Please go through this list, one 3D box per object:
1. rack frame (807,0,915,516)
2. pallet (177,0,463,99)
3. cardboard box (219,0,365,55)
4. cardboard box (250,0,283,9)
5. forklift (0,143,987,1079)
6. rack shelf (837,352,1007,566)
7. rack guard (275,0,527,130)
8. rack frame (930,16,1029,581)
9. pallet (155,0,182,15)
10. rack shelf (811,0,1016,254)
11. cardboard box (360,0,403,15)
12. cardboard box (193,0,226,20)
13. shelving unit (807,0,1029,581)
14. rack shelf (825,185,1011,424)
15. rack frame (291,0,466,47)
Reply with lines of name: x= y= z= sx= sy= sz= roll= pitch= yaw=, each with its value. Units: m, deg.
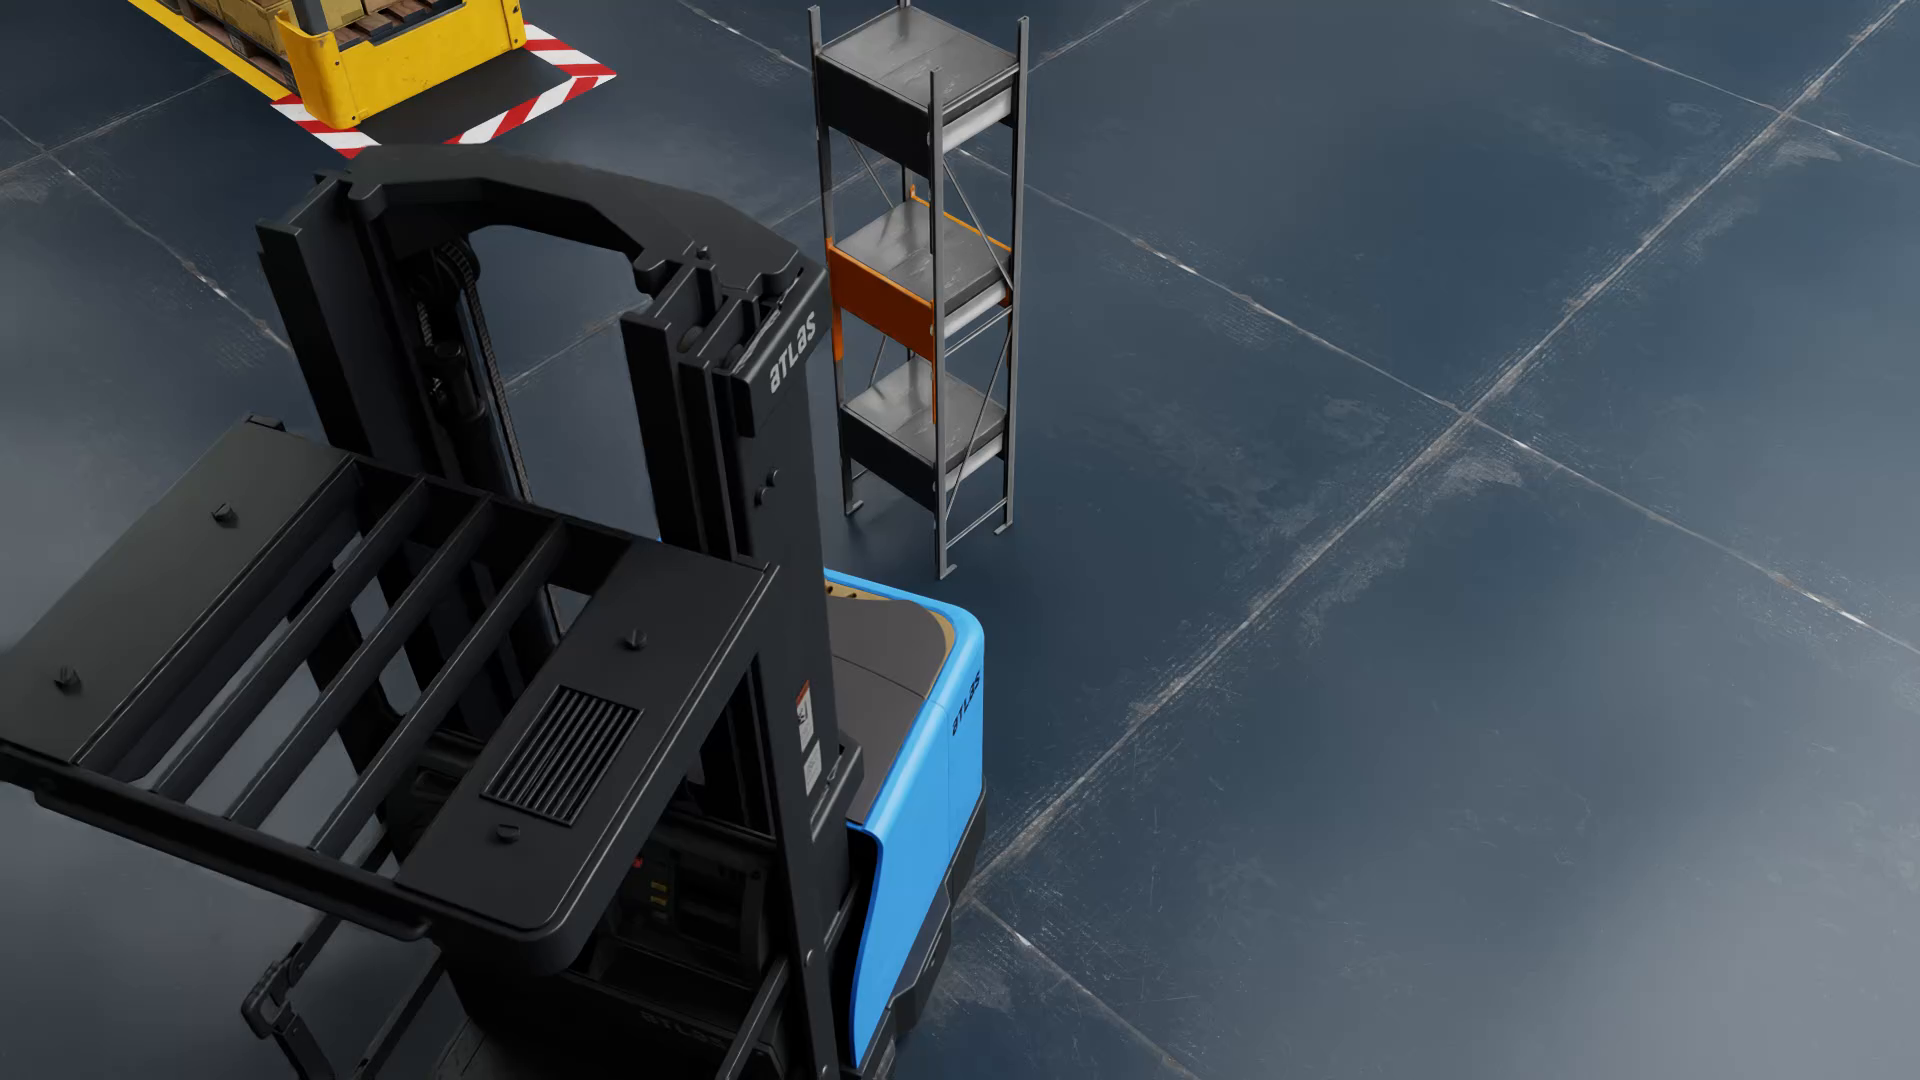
rack frame: x=-0.301 y=-0.921 z=5.675 sx=0.015 sy=2.100 sz=0.400 roll=34 pitch=55 yaw=28
pallet: x=-3.370 y=-2.823 z=8.756 sx=1.213 sy=0.211 sz=1.003 roll=34 pitch=55 yaw=28
cardboard box: x=-3.374 y=-2.731 z=8.355 sx=0.500 sy=0.250 sz=0.500 roll=34 pitch=55 yaw=28
cardboard box: x=-3.375 y=-2.987 z=8.080 sx=0.500 sy=0.500 sz=0.500 roll=34 pitch=55 yaw=28
forklift: x=-0.917 y=0.814 z=3.476 sx=1.130 sy=2.935 sz=3.031 roll=16 pitch=49 yaw=14
rack shelf: x=-0.122 y=-0.312 z=6.082 sx=0.480 sy=0.518 sz=0.431 roll=34 pitch=55 yaw=28
rack guard: x=-2.762 y=-2.554 z=8.305 sx=0.348 sy=0.500 sz=1.175 roll=34 pitch=55 yaw=28
rack frame: x=0.058 y=-0.680 z=5.448 sx=0.015 sy=2.100 sz=0.400 roll=34 pitch=55 yaw=28
pallet: x=-4.262 y=-3.426 z=9.322 sx=1.213 sy=0.211 sz=1.003 roll=34 pitch=55 yaw=28
rack shelf: x=-0.122 y=-1.270 z=5.061 sx=0.480 sy=0.518 sz=0.431 roll=34 pitch=55 yaw=28
cardboard box: x=-3.023 y=-3.009 z=8.615 sx=0.500 sy=0.250 sz=0.500 roll=34 pitch=55 yaw=28
cardboard box: x=-3.750 y=-2.972 z=8.581 sx=0.500 sy=0.250 sz=0.500 roll=34 pitch=55 yaw=28
shelving unit: x=-0.122 y=-0.801 z=5.561 sx=0.503 sy=2.100 sz=0.431 roll=34 pitch=55 yaw=28
rack shelf: x=-0.122 y=-0.791 z=5.571 sx=0.480 sy=0.518 sz=0.431 roll=34 pitch=55 yaw=28
rack frame: x=-2.779 y=-3.422 z=7.405 sx=0.127 sy=3.000 sz=1.000 roll=34 pitch=55 yaw=28
